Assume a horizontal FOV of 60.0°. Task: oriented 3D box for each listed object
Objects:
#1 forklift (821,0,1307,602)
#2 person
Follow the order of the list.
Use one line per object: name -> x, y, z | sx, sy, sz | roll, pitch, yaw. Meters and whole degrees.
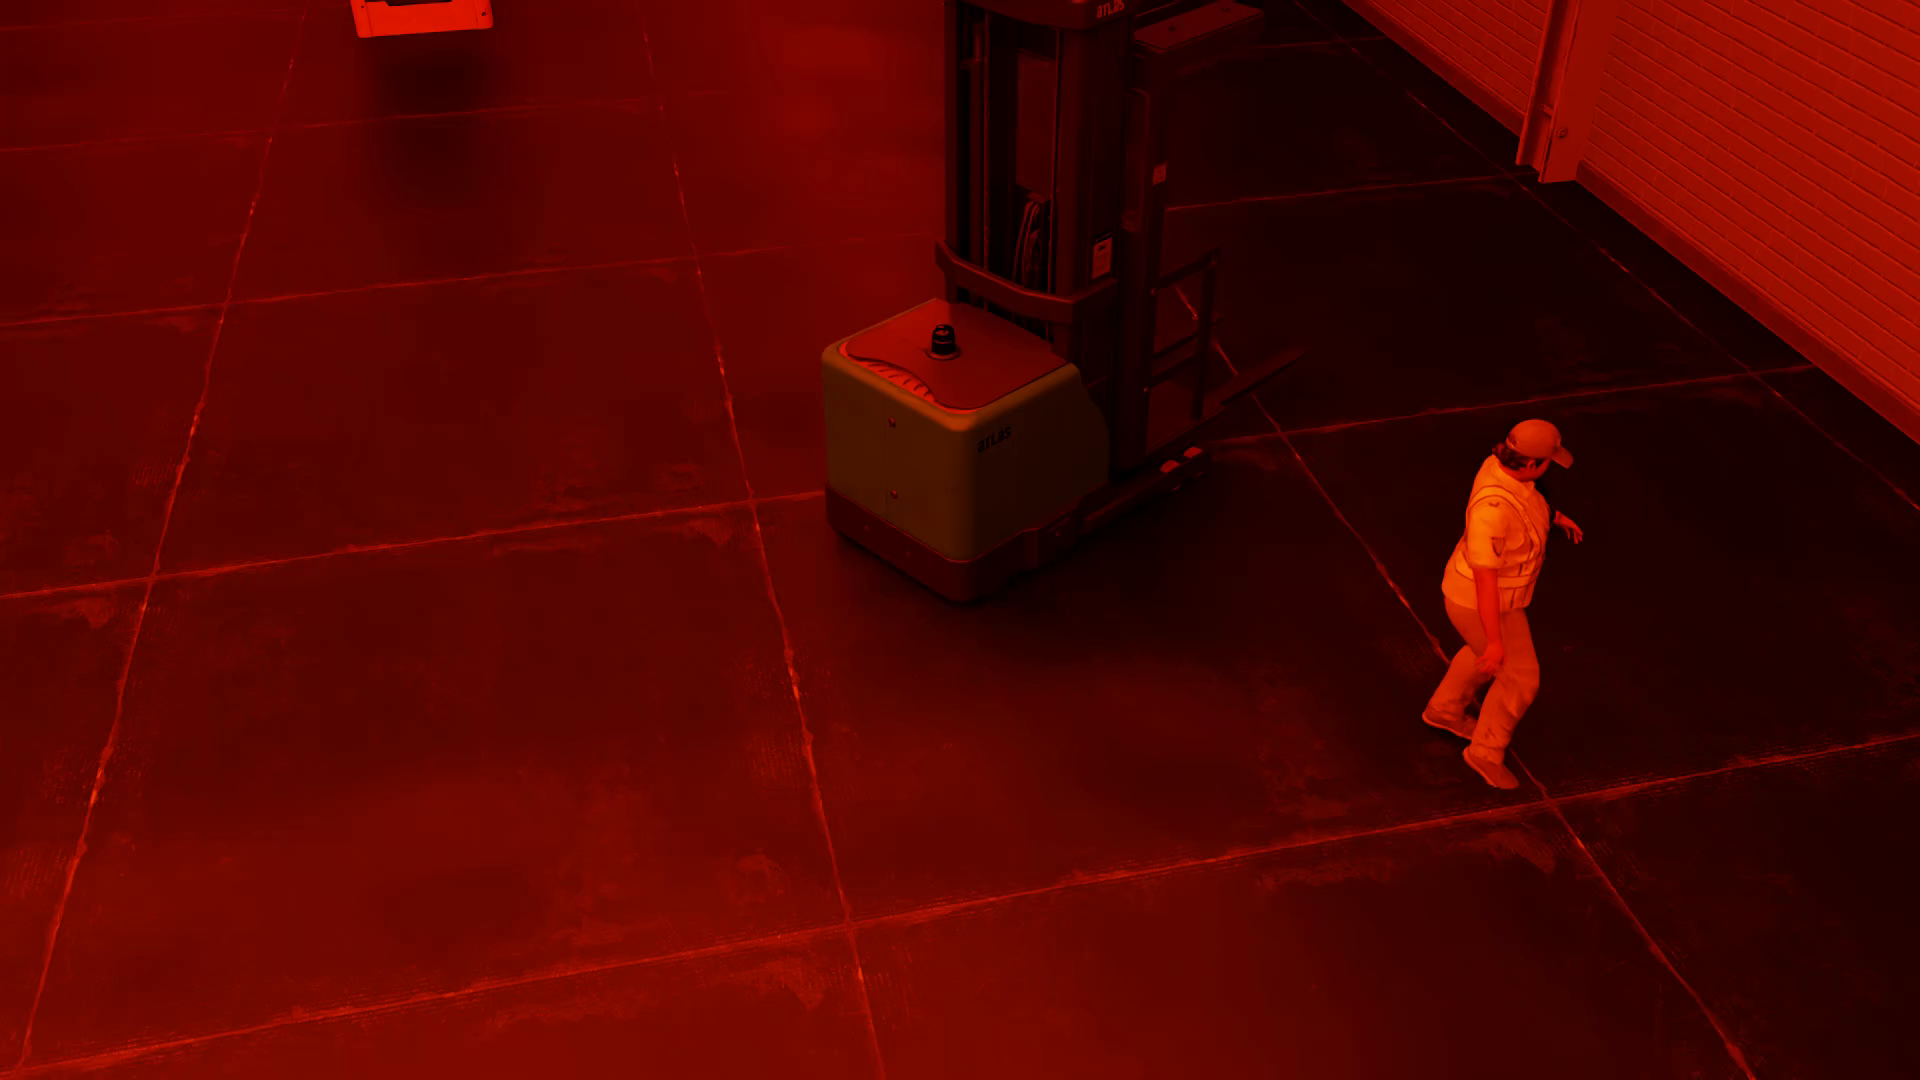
forklift -> 0.719, -1.643, 8.333 | 3.031, 2.935, 1.130 | -30, 45, -35
person -> 2.242, 0.256, 6.855 | 0.517, 1.693, 0.880 | 15, 38, 20
